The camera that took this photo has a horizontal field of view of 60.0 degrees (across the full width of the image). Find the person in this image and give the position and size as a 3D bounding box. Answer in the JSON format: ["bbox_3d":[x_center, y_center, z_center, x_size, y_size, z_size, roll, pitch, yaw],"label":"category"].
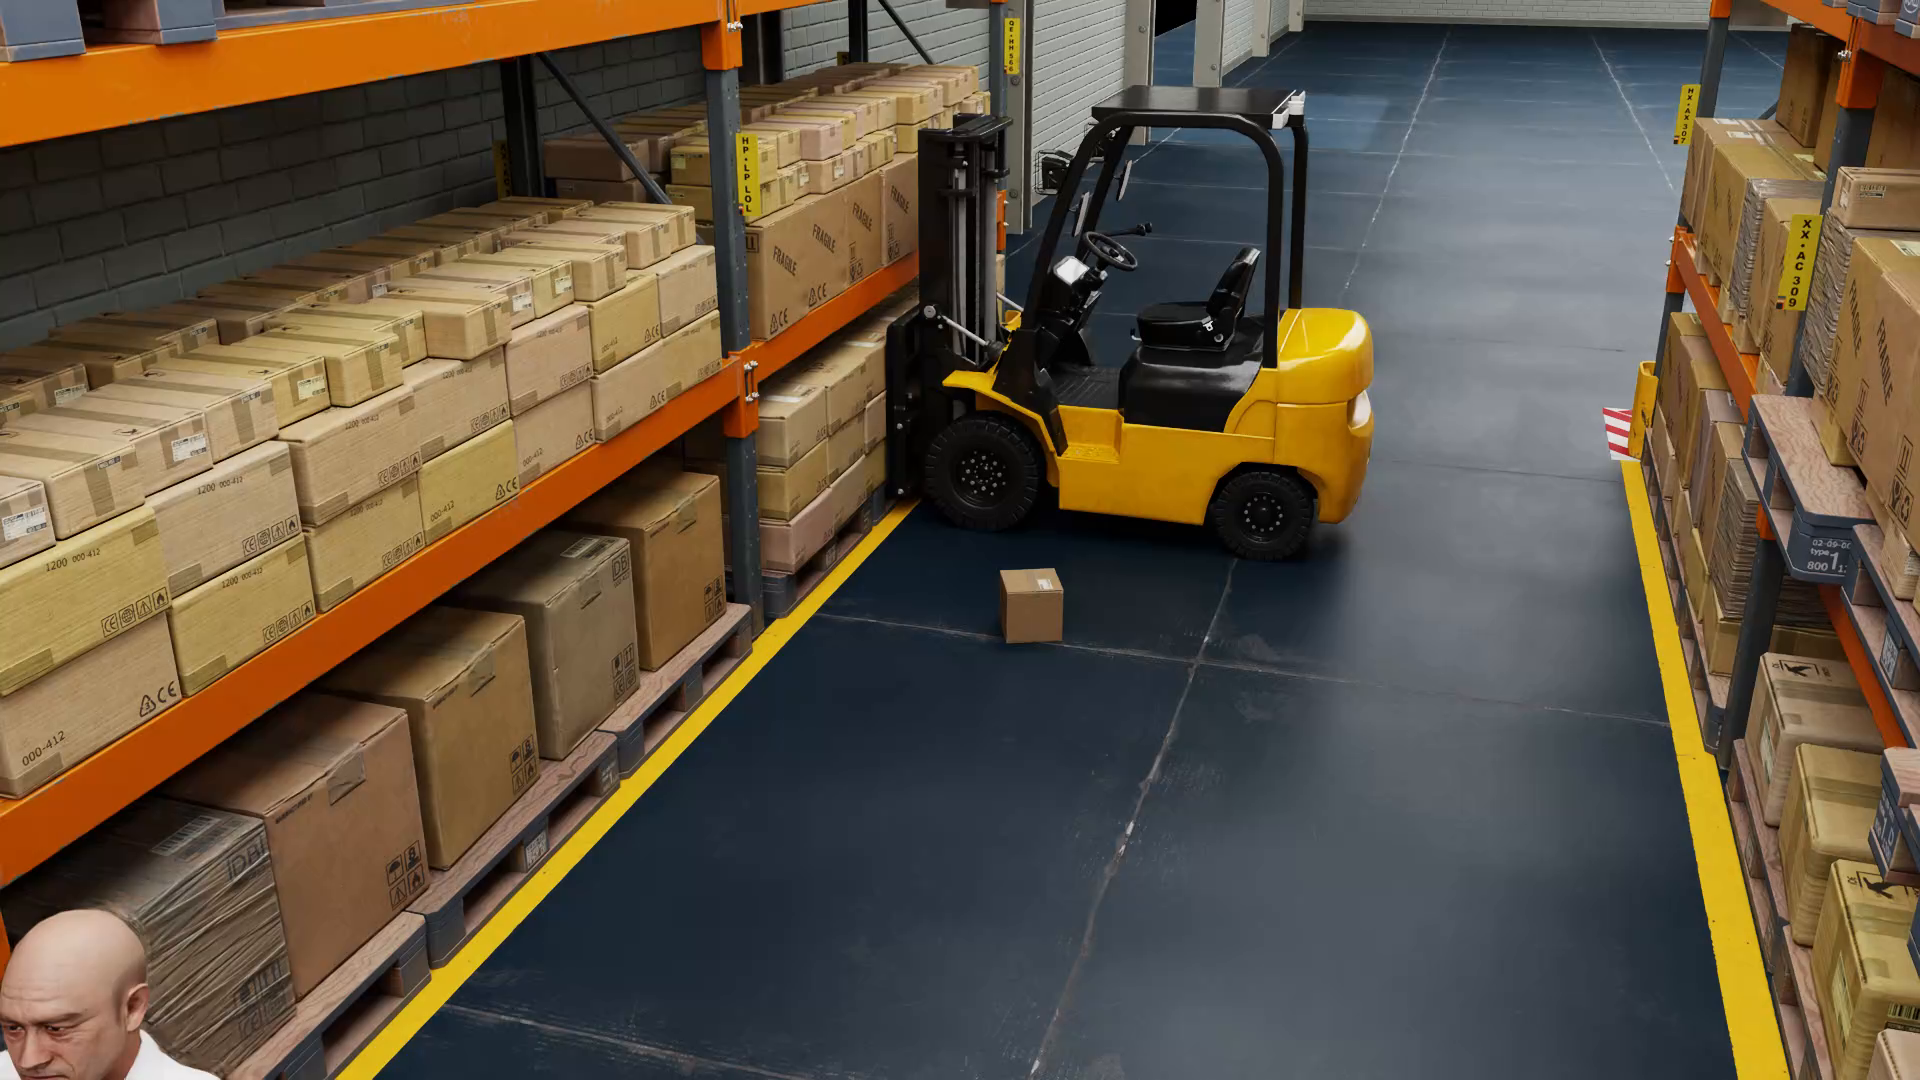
[{"bbox_3d":[-1.339,1.419,2.491,0.572,1.755,0.894,8,23,19],"label":"person"}]
